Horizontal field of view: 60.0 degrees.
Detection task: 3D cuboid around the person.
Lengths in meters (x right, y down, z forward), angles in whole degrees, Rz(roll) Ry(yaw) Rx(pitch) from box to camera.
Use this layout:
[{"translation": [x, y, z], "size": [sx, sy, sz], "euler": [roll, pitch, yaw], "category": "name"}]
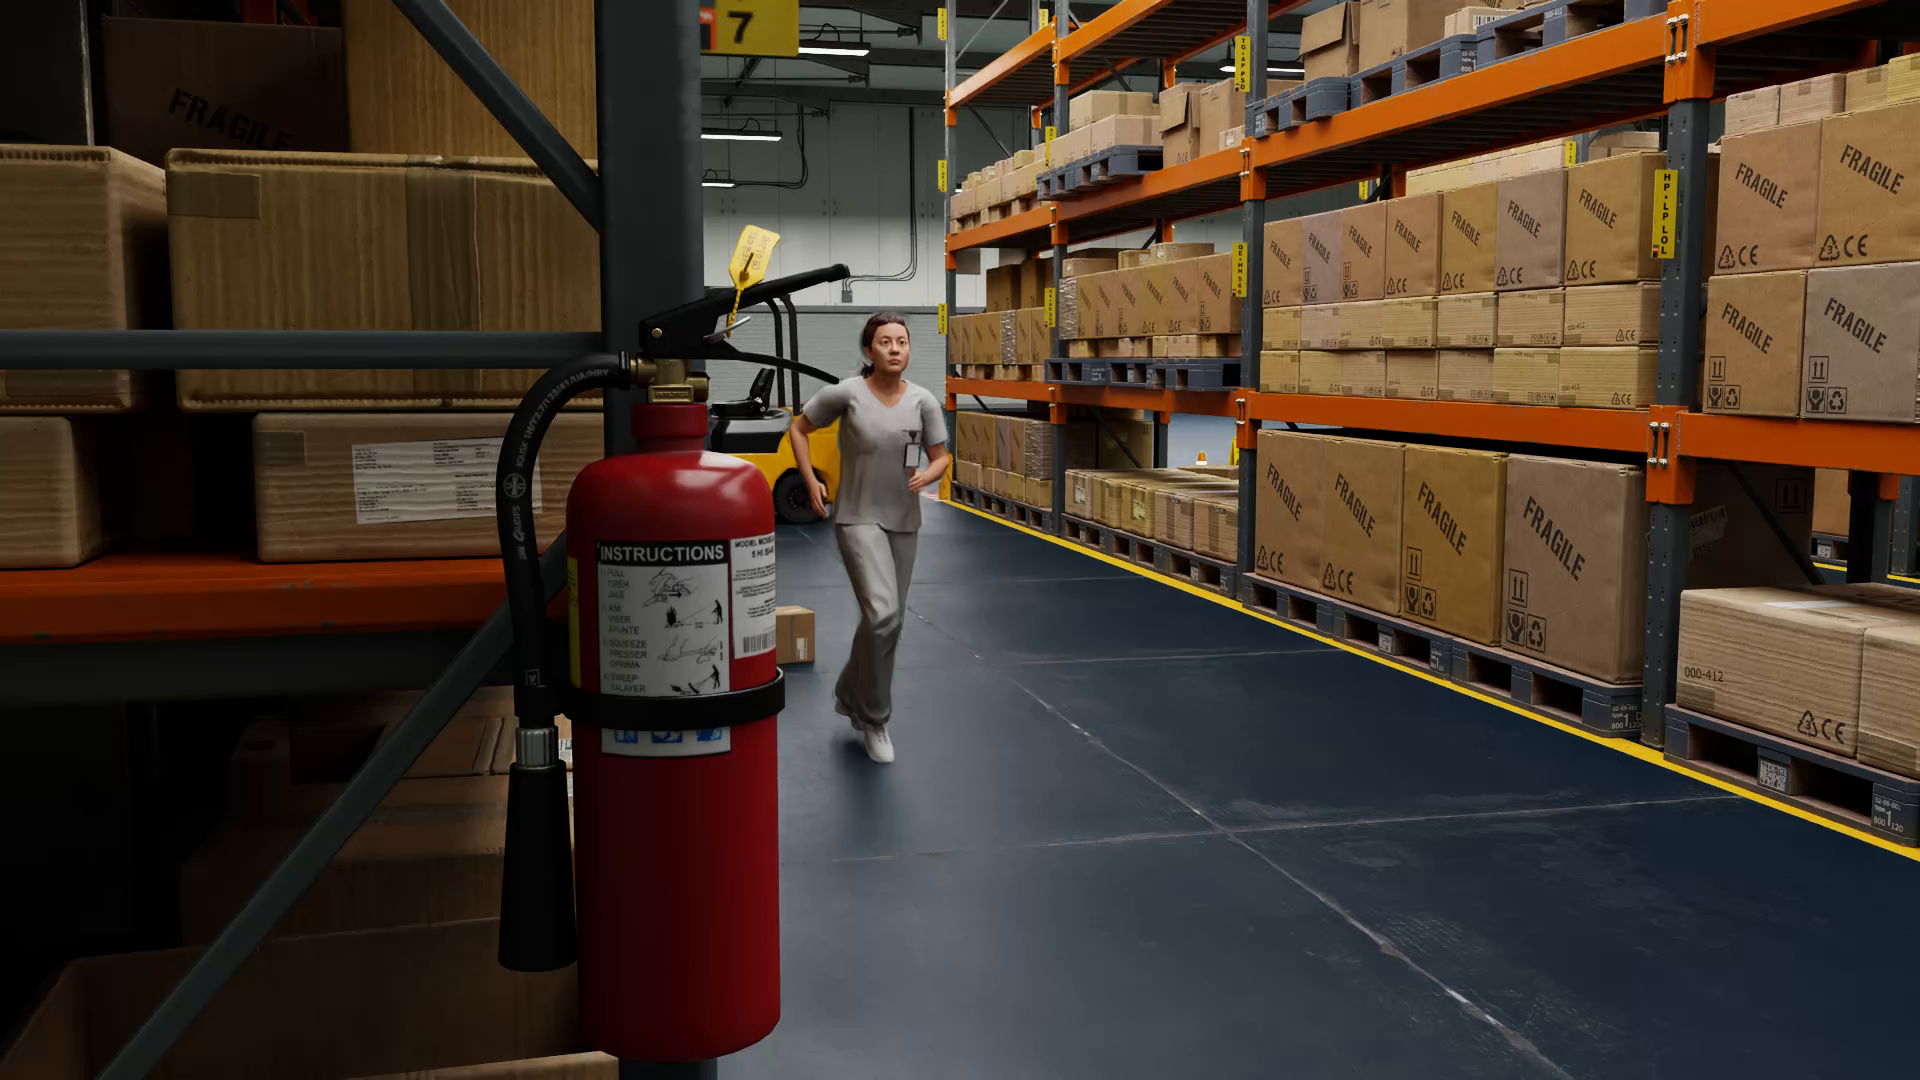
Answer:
[{"translation": [-0.332, -0.015, 6.379], "size": [0.580, 1.703, 0.681], "euler": [-3, 7, -25], "category": "person"}]
